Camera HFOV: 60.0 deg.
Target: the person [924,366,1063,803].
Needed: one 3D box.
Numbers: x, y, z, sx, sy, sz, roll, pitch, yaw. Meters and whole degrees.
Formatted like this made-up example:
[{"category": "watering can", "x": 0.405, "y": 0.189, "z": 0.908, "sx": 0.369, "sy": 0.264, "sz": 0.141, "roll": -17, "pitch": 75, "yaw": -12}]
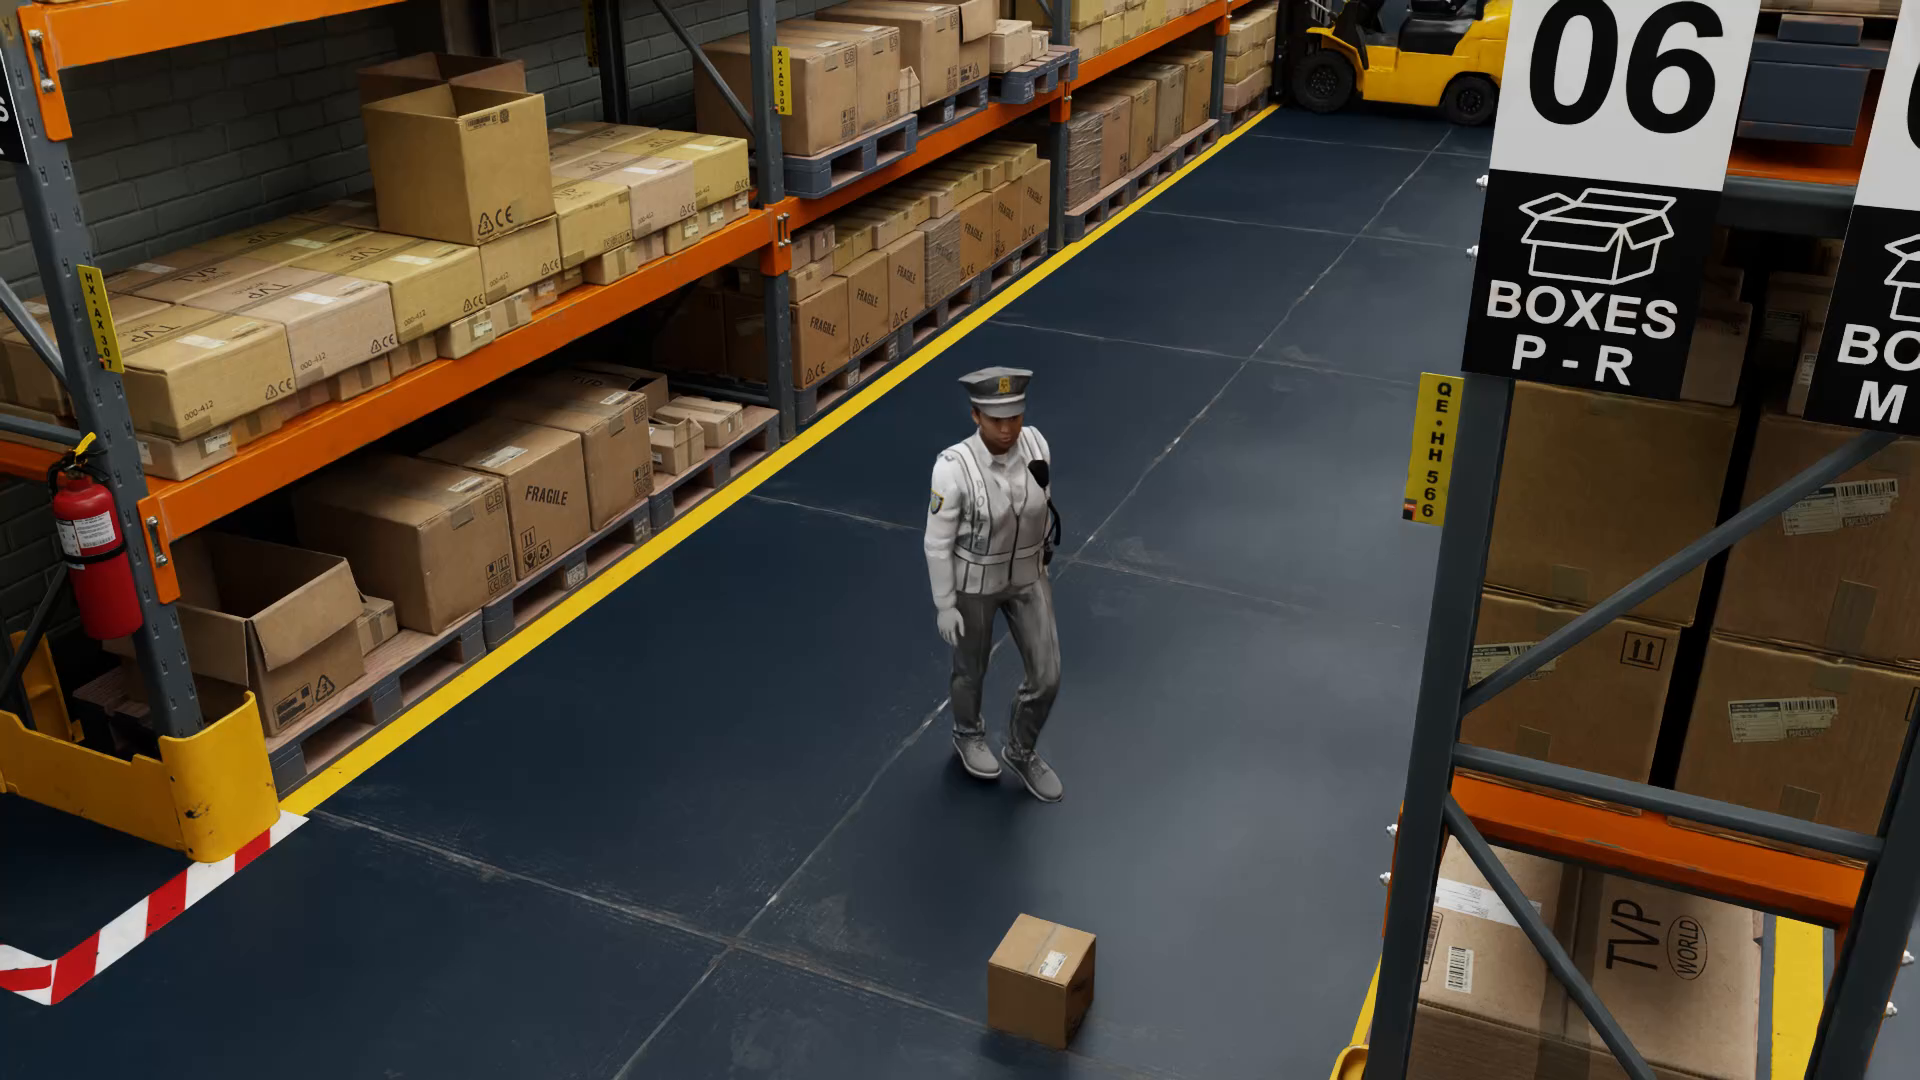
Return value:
[{"category": "person", "x": 0.103, "y": 0.151, "z": 5.789, "sx": 0.520, "sy": 1.691, "sz": 0.512, "roll": -10, "pitch": 28, "yaw": -20}]
